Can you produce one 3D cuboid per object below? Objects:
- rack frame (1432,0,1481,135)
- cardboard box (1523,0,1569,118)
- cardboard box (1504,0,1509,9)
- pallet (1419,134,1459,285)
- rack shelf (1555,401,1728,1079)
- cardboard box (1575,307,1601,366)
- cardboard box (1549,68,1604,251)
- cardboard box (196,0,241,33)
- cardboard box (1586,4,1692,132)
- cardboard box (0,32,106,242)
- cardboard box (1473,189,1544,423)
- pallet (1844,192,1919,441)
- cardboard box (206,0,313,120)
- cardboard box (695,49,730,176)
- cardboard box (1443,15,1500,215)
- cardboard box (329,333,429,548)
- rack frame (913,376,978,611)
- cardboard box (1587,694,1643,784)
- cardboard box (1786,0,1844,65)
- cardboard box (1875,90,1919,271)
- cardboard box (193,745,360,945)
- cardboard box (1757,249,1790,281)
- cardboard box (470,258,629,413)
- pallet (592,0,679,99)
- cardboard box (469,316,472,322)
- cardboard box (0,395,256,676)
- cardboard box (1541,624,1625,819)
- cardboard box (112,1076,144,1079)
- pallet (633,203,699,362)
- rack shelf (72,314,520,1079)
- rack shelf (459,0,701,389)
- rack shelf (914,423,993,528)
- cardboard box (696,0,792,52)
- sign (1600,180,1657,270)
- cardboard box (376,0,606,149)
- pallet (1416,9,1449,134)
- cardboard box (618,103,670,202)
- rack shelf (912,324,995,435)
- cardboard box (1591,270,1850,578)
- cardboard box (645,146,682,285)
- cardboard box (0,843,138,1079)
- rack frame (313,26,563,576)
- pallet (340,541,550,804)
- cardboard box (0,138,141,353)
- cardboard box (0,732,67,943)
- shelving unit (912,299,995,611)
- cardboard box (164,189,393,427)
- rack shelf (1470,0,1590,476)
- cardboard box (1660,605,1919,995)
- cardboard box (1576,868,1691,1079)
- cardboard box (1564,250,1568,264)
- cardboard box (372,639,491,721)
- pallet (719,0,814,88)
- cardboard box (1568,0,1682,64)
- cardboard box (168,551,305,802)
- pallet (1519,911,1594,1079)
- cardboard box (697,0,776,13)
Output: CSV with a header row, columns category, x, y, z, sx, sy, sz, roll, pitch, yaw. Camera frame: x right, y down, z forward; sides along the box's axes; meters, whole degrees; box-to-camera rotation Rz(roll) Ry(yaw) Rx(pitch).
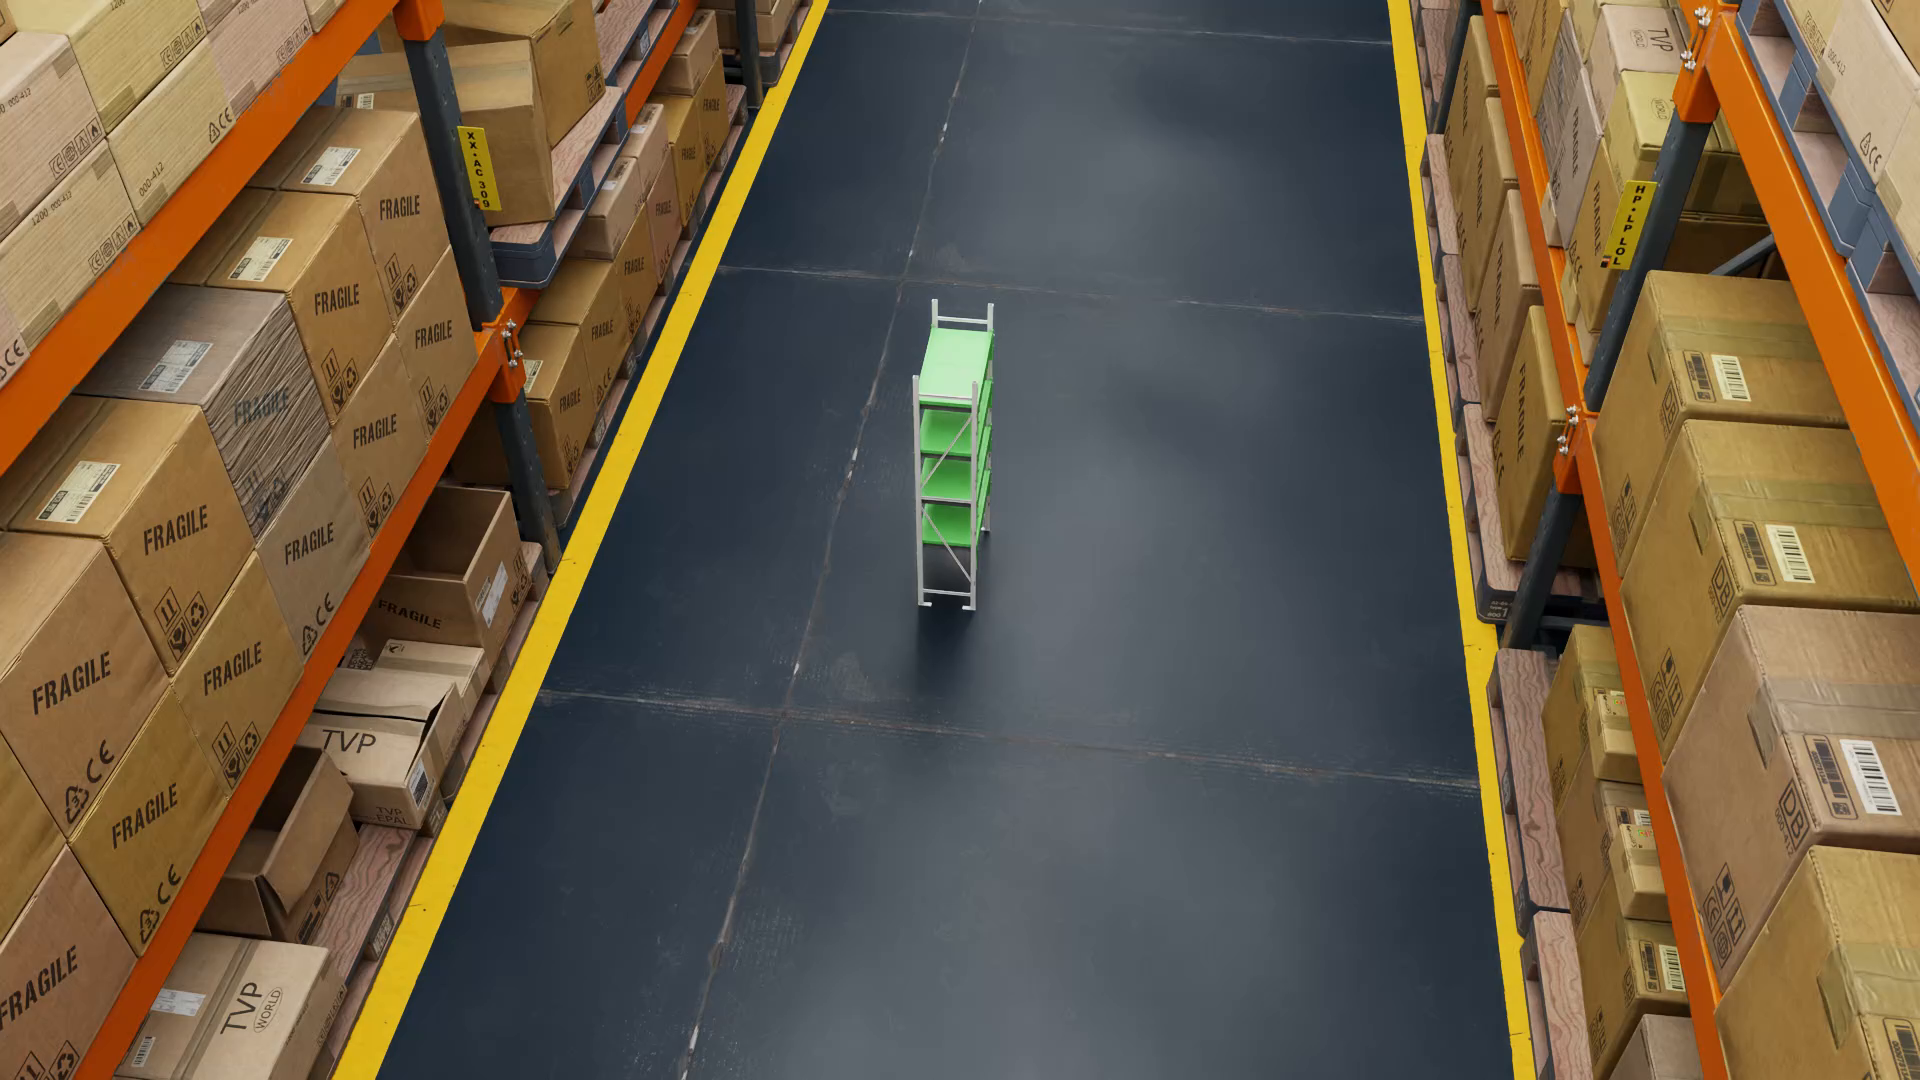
category,x,y,z,sx,sy,sz,roll,pitch,yaw
rack frame,3.221,-3.302,8.556,1.000,3.000,0.127,5,44,6
cardboard box,2.697,-2.096,6.979,0.500,0.500,0.500,6,44,7
cardboard box,2.824,-2.790,7.711,0.500,0.500,0.500,7,44,7
pallet,3.042,-1.759,8.954,1.003,0.211,1.213,5,44,6
rack shelf,2.427,1.048,4.485,1.077,0.370,4.000,5,44,6
cardboard box,2.456,-0.748,6.027,0.380,0.149,0.250,6,44,6
cardboard box,2.561,-1.414,6.258,0.500,0.500,0.500,6,44,6
cardboard box,-2.083,-1.544,4.262,0.500,0.250,0.500,5,44,6
cardboard box,2.577,-1.689,6.003,0.500,0.250,0.500,6,44,6
cardboard box,-2.219,-0.862,3.543,0.500,0.250,0.500,5,44,6
cardboard box,2.764,-1.009,7.392,0.750,0.750,0.750,6,44,7
pallet,2.410,-0.247,3.213,1.003,0.211,1.213,5,44,6
cardboard box,-2.096,-1.363,4.436,0.500,0.250,0.500,5,44,6
cardboard box,-1.581,-2.343,9.041,0.500,0.500,0.500,7,44,7
cardboard box,2.993,-2.185,8.634,0.750,0.750,0.750,5,44,5
cardboard box,-2.097,-0.345,5.360,0.500,0.500,0.500,6,44,7
rack frame,-0.054,-0.157,6.543,0.240,1.200,0.015,5,44,6
cardboard box,2.265,0.661,5.411,0.380,0.149,0.250,7,44,7
cardboard box,2.339,-1.353,4.046,0.500,0.250,0.500,5,44,5
cardboard box,2.197,-0.656,3.311,0.500,0.250,0.500,4,44,4
cardboard box,-2.462,1.004,5.504,0.797,0.503,0.637,5,44,6
cardboard box,3.002,-1.018,5.840,0.500,0.500,0.500,4,44,4
cardboard box,-1.854,-0.948,7.568,0.500,0.500,0.500,6,44,6
pallet,-1.943,-2.354,7.695,1.003,0.211,1.213,5,44,6
cardboard box,-2.364,-0.974,7.596,0.500,0.500,0.500,5,44,6
cardboard box,-2.229,-0.019,4.289,0.500,0.500,0.500,5,44,5
cardboard box,2.491,0.679,5.863,0.700,0.500,0.500,6,44,6
cardboard box,-2.328,1.855,4.789,0.500,0.250,0.500,5,44,6
pallet,-1.990,-1.403,8.578,1.003,0.211,1.213,5,44,6
rack shelf,-2.483,0.600,4.958,1.077,0.370,4.000,5,44,6
rack shelf,-1.954,-2.126,7.837,1.077,0.370,4.000,5,44,6
rack shelf,-0.022,-0.276,6.762,0.258,0.148,0.480,5,44,6
cardboard box,-1.330,-3.234,10.179,0.500,0.250,0.500,5,44,5
sign,2.153,-1.011,5.351,0.100,0.325,0.005,5,44,6
cardboard box,-1.906,-1.990,6.791,0.700,0.500,0.500,12,45,12
pallet,3.325,-2.822,10.077,1.003,0.211,1.213,5,44,6
cardboard box,-1.715,-1.879,8.006,0.500,0.250,0.500,4,44,5
rack shelf,-0.022,-0.625,6.432,0.258,0.148,0.480,5,44,6
cardboard box,2.604,-0.317,5.185,0.980,0.700,0.700,6,44,6
cardboard box,-1.713,-1.632,8.290,0.500,0.500,0.500,4,44,4
cardboard box,-2.365,1.035,3.902,0.500,0.500,0.500,5,44,5
rack frame,-2.219,-1.024,6.150,1.000,3.000,0.127,5,44,6
pallet,-2.311,0.457,6.614,1.003,0.211,1.213,5,44,6
cardboard box,-2.225,-0.681,3.715,0.500,0.250,0.500,5,44,6
cardboard box,-2.366,0.667,3.564,0.500,0.500,0.500,6,44,6
shelving unit,-0.022,-0.323,6.718,0.258,1.200,0.503,5,44,6
cardboard box,-2.094,-0.706,5.014,0.500,0.500,0.500,4,44,5
rack shelf,2.956,-1.678,7.364,1.077,0.370,4.000,5,44,6
cardboard box,2.416,0.677,4.135,0.980,0.700,0.700,3,44,3
cardboard box,2.352,1.371,5.133,0.700,0.500,0.500,6,44,6
cardboard box,2.545,-1.095,6.393,0.380,0.149,0.250,7,44,7
cardboard box,-2.003,0.527,6.266,0.380,0.149,0.250,5,44,6
pallet,-1.543,-3.295,10.576,1.003,0.211,1.213,5,44,6
cardboard box,2.645,-2.037,6.370,0.500,0.250,0.500,6,44,6
cardboard box,-2.228,0.353,4.623,0.500,0.500,0.500,6,44,6
pallet,2.355,1.781,5.215,1.003,0.211,1.213,5,44,6
cardboard box,-1.330,-3.438,9.986,0.500,0.311,0.500,7,44,7
